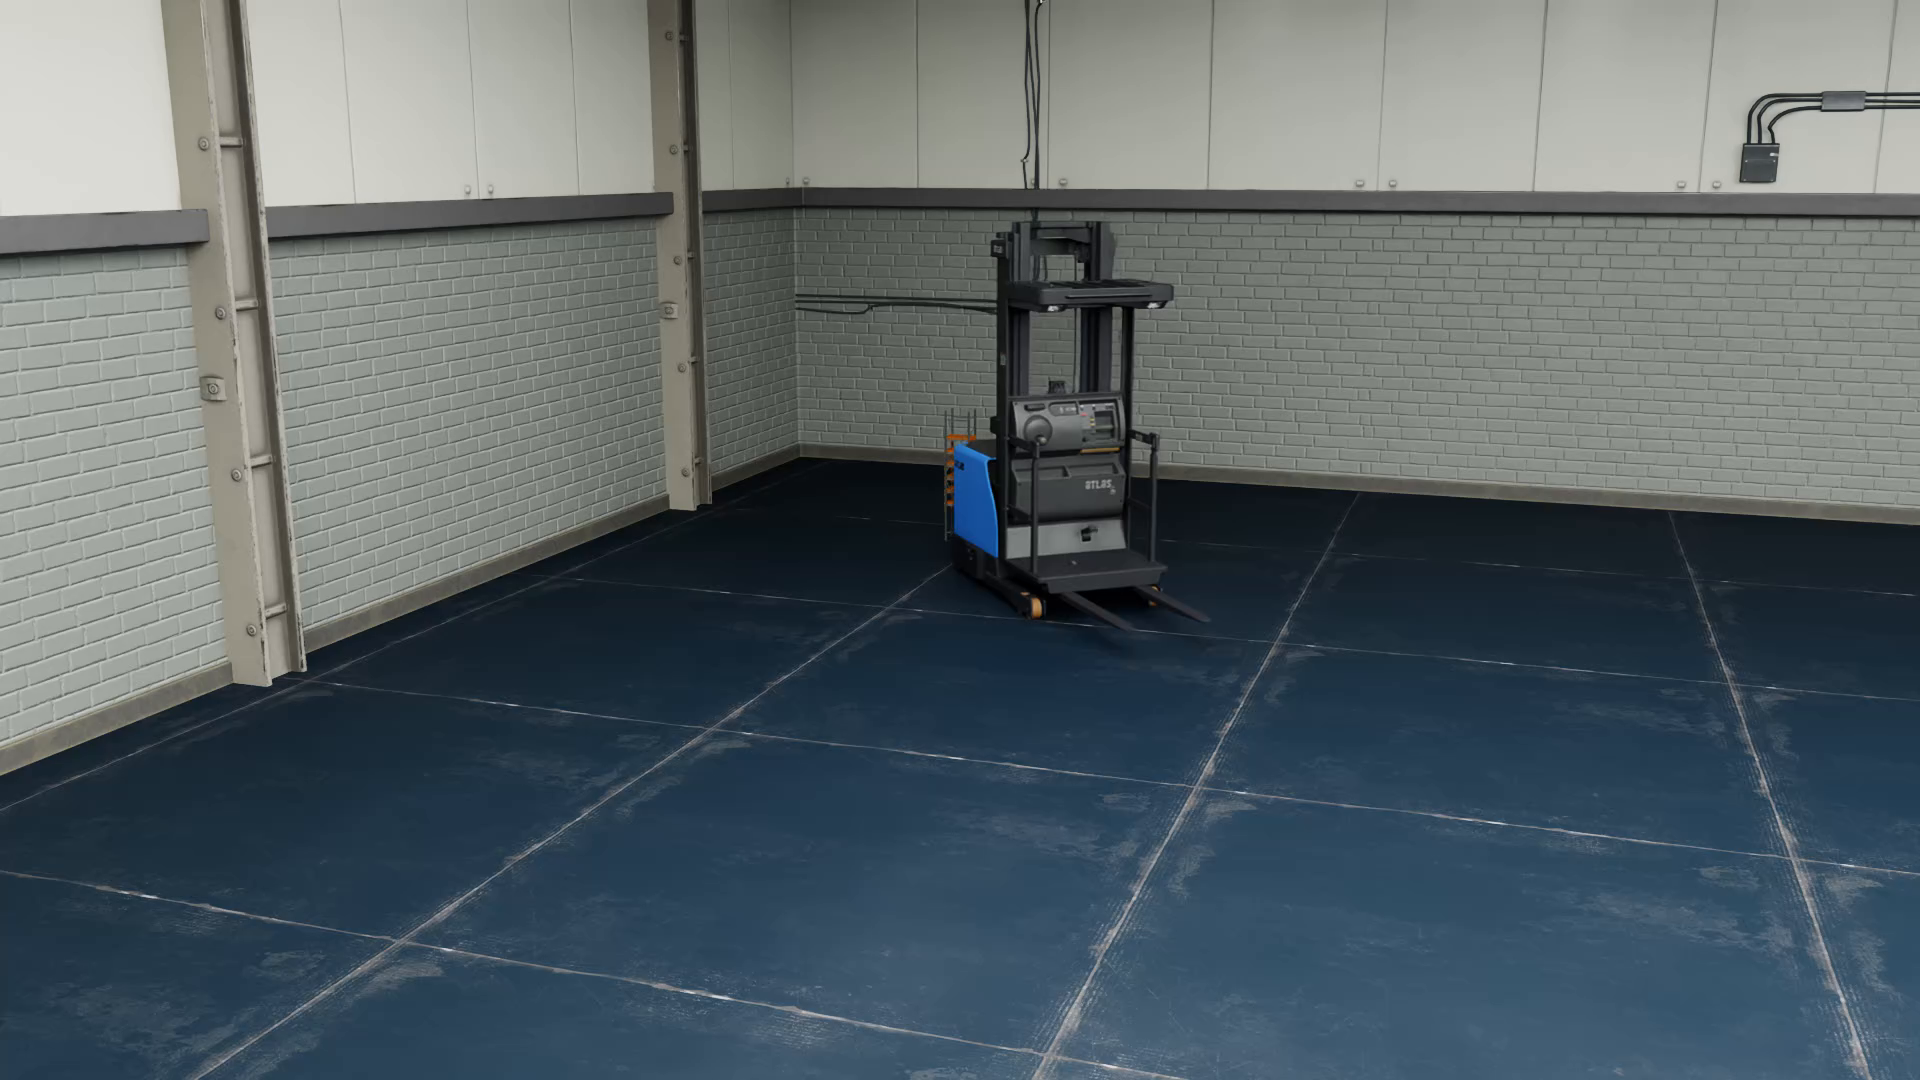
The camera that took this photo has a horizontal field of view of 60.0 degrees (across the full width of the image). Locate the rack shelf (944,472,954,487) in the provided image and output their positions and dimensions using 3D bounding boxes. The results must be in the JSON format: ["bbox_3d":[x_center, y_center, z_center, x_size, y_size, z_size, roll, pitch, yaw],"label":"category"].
[{"bbox_3d":[0.005,-0.545,15.140,0.258,0.103,0.180,4,14,18],"label":"rack shelf"}]

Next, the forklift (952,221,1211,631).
[{"bbox_3d":[0.927,-0.931,12.742,1.130,2.935,3.031,-5,14,-20],"label":"forklift"}]

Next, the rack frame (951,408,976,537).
[{"bbox_3d":[0.034,-0.607,15.214,0.240,1.200,0.006,4,14,18],"label":"rack frame"}]

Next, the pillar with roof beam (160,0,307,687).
[{"bbox_3d":[-0.592,-3.159,8.868,9.100,9.000,0.400,4,14,18],"label":"pillar with roof beam"}]

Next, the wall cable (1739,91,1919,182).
[{"bbox_3d":[8.458,-6.229,14.674,2.305,6.003,0.169,4,14,18],"label":"wall cable"}]

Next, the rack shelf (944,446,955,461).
[{"bbox_3d":[0.005,-0.779,15.086,0.258,0.103,0.180,4,14,18],"label":"rack shelf"}]

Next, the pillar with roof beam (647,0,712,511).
[{"bbox_3d":[1.349,-4.422,14.403,9.100,9.000,0.400,4,14,18],"label":"pillar with roof beam"}]

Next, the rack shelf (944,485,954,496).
[{"bbox_3d":[0.005,-0.428,15.166,0.258,0.103,0.180,4,14,18],"label":"rack shelf"}]

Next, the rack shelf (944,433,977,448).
[{"bbox_3d":[0.005,-0.896,15.060,0.258,0.103,0.180,4,14,18],"label":"rack shelf"}]

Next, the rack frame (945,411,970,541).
[{"bbox_3d":[-0.025,-0.569,15.045,0.240,1.200,0.006,4,14,18],"label":"rack frame"}]

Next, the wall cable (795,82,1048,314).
[{"bbox_3d":[-0.520,-3.744,18.407,3.097,2.526,0.112,4,14,18],"label":"wall cable"}]

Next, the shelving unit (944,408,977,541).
[{"bbox_3d":[0.005,-0.588,15.130,0.258,1.200,0.189,4,14,18],"label":"shelving unit"}]

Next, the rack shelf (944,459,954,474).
[{"bbox_3d":[0.005,-0.662,15.113,0.258,0.103,0.180,4,14,18],"label":"rack shelf"}]

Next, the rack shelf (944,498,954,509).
[{"bbox_3d":[0.005,-0.311,15.193,0.258,0.103,0.180,4,14,18],"label":"rack shelf"}]

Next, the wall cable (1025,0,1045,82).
[{"bbox_3d":[2.040,-6.011,16.991,3.097,2.526,0.112,4,14,18],"label":"wall cable"}]
